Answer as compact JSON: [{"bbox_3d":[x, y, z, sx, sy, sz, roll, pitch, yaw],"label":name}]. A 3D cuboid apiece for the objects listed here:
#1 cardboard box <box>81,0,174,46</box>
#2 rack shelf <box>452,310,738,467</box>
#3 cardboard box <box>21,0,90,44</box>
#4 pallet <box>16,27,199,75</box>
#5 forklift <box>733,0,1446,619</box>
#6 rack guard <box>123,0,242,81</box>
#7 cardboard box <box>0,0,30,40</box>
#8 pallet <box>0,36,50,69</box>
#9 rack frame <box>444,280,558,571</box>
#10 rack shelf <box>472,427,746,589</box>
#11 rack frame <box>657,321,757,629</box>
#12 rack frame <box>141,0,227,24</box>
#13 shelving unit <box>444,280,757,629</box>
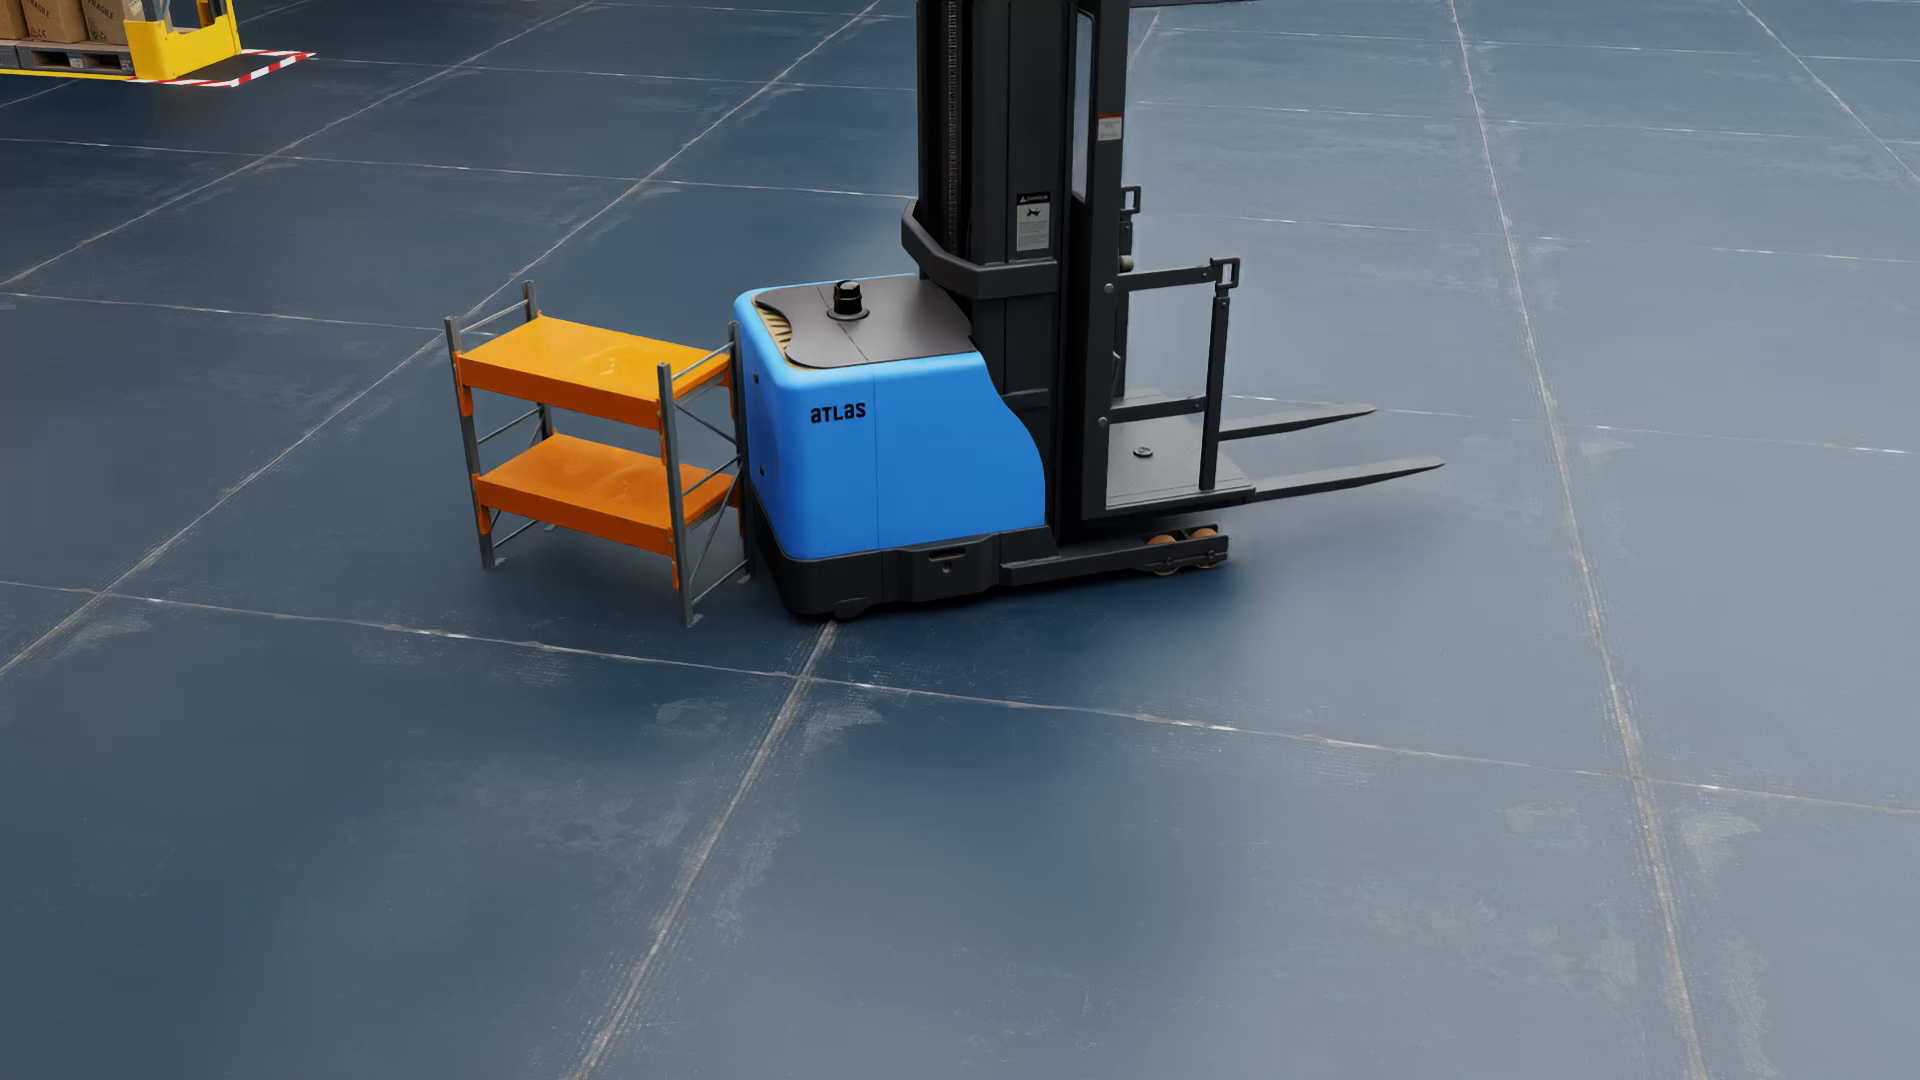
[{"bbox_3d":[-7.544,-4.796,15.052,0.500,0.500,0.500,11,31,20],"label":"cardboard box"},{"bbox_3d":[-1.433,-0.617,6.597,1.000,0.278,0.538,14,32,24],"label":"rack shelf"},{"bbox_3d":[-8.136,-4.839,15.132,0.500,0.500,0.500,14,32,24],"label":"cardboard box"},{"bbox_3d":[-7.799,-4.520,15.286,1.213,0.211,1.003,6,29,11],"label":"pallet"},{"bbox_3d":[0.623,-1.371,6.702,3.031,2.935,1.130,-8,30,-15],"label":"forklift"},{"bbox_3d":[-7.011,-4.549,15.038,0.348,0.500,1.175,6,29,11],"label":"rack guard"},{"bbox_3d":[-8.744,-4.911,15.263,0.500,0.500,0.500,9,30,15],"label":"cardboard box"},{"bbox_3d":[-8.988,-4.643,15.512,1.213,0.211,1.003,6,29,11],"label":"pallet"},{"bbox_3d":[-1.885,-0.473,6.942,0.032,1.125,0.500,14,32,24],"label":"rack frame"},{"bbox_3d":[-1.433,-0.146,6.855,1.000,0.278,0.538,14,32,24],"label":"rack shelf"},{"bbox_3d":[-0.981,-0.249,6.533,0.032,1.125,0.500,14,32,24],"label":"rack frame"},{"bbox_3d":[-6.937,-5.637,14.424,0.127,3.000,1.000,6,29,11],"label":"rack frame"},{"bbox_3d":[-1.433,-0.361,6.737,1.048,1.125,0.538,14,32,24],"label":"shelving unit"}]
